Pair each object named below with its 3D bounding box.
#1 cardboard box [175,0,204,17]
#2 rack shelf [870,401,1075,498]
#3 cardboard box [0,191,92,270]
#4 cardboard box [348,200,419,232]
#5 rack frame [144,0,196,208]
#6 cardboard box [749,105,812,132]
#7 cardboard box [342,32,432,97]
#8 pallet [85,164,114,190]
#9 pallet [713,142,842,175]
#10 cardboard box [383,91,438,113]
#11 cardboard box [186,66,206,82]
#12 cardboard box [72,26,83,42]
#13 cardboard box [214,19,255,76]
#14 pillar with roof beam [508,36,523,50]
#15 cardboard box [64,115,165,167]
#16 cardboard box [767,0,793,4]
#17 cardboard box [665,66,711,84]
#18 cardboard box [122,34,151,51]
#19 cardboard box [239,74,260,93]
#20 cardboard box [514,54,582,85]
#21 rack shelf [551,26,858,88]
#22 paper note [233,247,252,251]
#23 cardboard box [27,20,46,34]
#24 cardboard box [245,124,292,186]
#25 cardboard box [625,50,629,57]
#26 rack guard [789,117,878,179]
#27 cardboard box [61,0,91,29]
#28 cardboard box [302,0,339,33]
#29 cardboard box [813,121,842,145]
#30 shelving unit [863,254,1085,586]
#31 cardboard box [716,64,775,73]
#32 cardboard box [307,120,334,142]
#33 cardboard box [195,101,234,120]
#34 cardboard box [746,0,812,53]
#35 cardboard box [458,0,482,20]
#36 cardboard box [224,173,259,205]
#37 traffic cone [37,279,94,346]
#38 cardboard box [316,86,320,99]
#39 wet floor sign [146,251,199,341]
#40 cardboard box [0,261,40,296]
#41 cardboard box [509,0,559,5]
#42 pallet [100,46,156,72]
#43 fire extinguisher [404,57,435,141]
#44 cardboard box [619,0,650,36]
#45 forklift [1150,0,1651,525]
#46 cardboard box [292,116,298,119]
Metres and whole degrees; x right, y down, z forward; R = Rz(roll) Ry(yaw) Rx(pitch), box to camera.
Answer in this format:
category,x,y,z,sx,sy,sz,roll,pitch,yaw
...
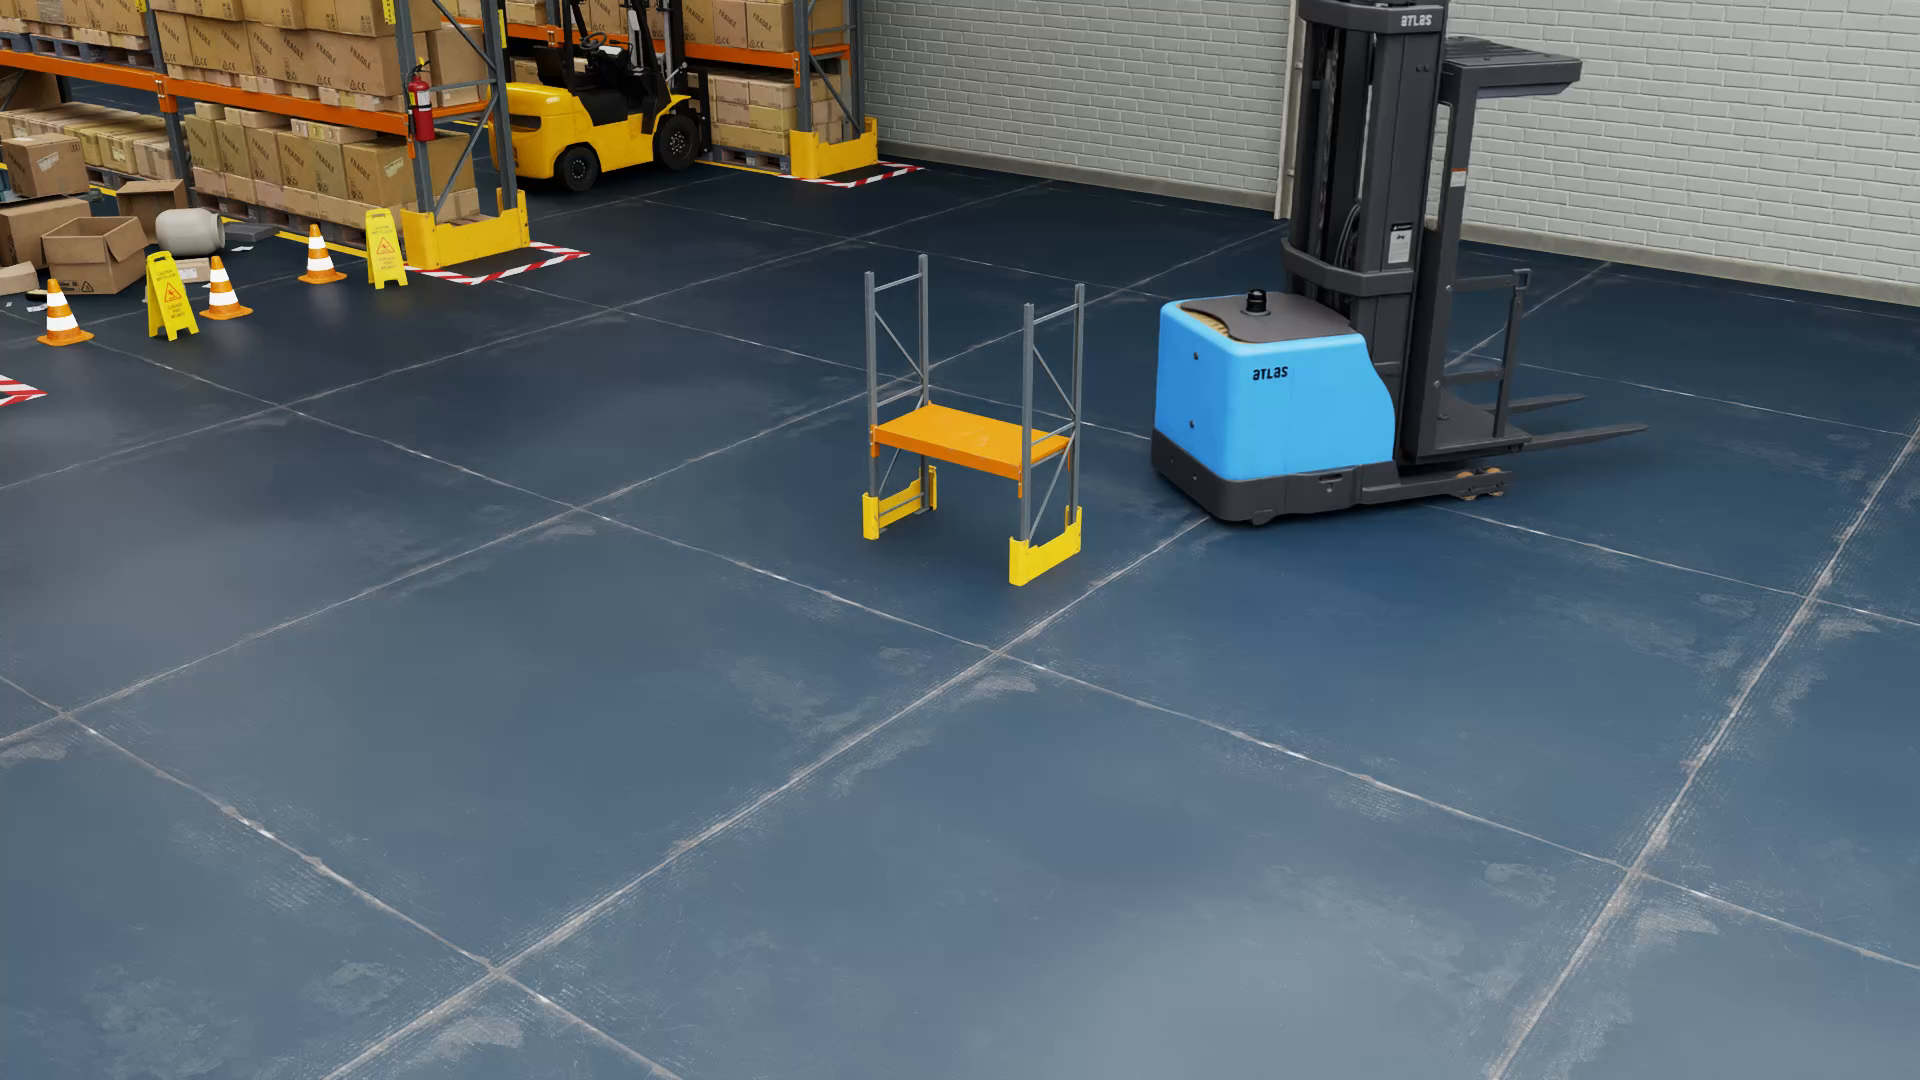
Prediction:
category,x,y,z,sx,sy,sz,roll,pitch,yaw
cardboard box,-6.982,-5.251,15.715,0.500,0.500,0.700,17,29,34
rack shelf,0.068,-0.501,8.973,1.000,0.185,0.538,17,29,33
cardboard box,-8.076,-2.703,14.592,0.503,0.637,0.797,17,29,33
cardboard box,-5.226,-3.000,15.228,0.500,0.250,0.500,17,29,33
rack frame,-7.599,-4.919,16.694,0.127,3.000,1.000,17,29,33
cardboard box,-2.002,-4.733,18.542,0.500,0.250,0.500,16,29,33
cardboard box,-4.998,-4.176,14.514,0.500,0.500,0.500,16,29,32
pallet,-9.204,-4.125,18.351,1.213,0.211,1.003,17,29,33
pallet,-2.062,-4.449,19.086,1.213,0.211,1.003,17,29,33
cardboard box,-4.826,-3.858,14.598,0.250,0.149,0.380,18,29,35
cardboard box,-7.306,-4.580,16.236,0.250,0.149,0.380,18,29,35
cardboard box,-8.984,-5.283,17.310,0.250,0.149,0.380,17,29,33
cardboard box,-6.605,-4.665,15.624,0.500,0.500,0.500,17,29,33
pillar with roof beam,-8.824,-8.820,18.108,0.400,9.000,9.100,17,29,33
cardboard box,-9.155,-4.375,18.197,0.625,0.372,0.950,18,29,35
cardboard box,-1.870,-5.890,17.969,0.250,0.149,0.380,17,29,34
cardboard box,-3.203,-5.321,19.257,0.500,0.250,0.500,16,28,32
cardboard box,-8.177,-5.031,16.740,0.250,0.149,0.380,17,29,34
cardboard box,-6.522,-4.312,15.628,0.250,0.149,0.380,17,29,34
cardboard box,-5.050,-5.749,21.003,0.625,0.625,0.875,18,30,36
rack shelf,-3.025,-5.708,19.378,4.000,0.370,1.077,17,29,33
paper note,-6.608,-2.689,15.315,0.148,0.019,0.142,7,25,15
cardboard box,-9.807,-5.558,17.936,0.250,0.149,0.380,19,30,36
cardboard box,-6.440,-3.715,15.920,0.500,0.500,0.500,19,30,36
cardboard box,-4.116,-5.856,20.470,0.500,0.250,0.500,17,29,34
rack guard,-1.405,-4.404,18.626,0.348,0.500,1.175,17,29,33
cardboard box,-8.914,-5.577,17.173,0.500,0.500,0.500,18,29,35
cardboard box,-5.339,-4.769,14.620,0.500,0.500,0.700,17,29,34
cardboard box,-1.700,-4.670,19.018,0.500,0.250,0.500,17,29,34
shelving unit,0.061,-0.668,8.906,1.083,1.500,0.587,17,29,33
cardboard box,-2.491,-5.367,19.360,0.500,0.250,0.500,17,29,33
cardboard box,-5.729,-3.764,15.227,0.250,0.149,0.380,17,29,34
cardboard box,-7.225,-4.213,16.247,0.250,0.149,0.380,17,29,34
cardboard box,-1.976,-5.634,18.193,0.500,0.500,0.500,16,28,32
cardboard box,-5.970,-6.740,21.013,0.500,0.250,0.500,17,29,34
cardboard box,-6.855,-3.498,16.357,0.500,0.250,0.500,19,30,36
traffic cone,-6.860,-1.756,12.661,0.334,0.463,0.336,17,29,33
cardboard box,-5.633,-4.112,15.174,0.250,0.149,0.380,17,29,34
wet floor sign,-6.076,-1.885,12.727,0.232,0.644,0.267,12,26,24
cardboard box,-8.007,-2.225,13.970,0.396,0.266,0.258,-21,31,-39
cardboard box,-5.172,-6.718,20.342,0.500,0.250,0.500,16,28,32
pallet,-8.124,-5.063,17.258,1.213,0.211,1.003,17,29,33
fire extinguisher,-4.583,-3.740,14.114,0.183,0.674,0.296,17,29,33
cardboard box,-3.594,-6.133,19.325,0.500,0.500,0.500,16,29,33
forklift,2.735,-1.766,9.623,3.031,2.935,1.130,-8,25,-17
cardboard box,-6.557,-4.017,16.606,0.500,0.500,0.500,17,29,34
